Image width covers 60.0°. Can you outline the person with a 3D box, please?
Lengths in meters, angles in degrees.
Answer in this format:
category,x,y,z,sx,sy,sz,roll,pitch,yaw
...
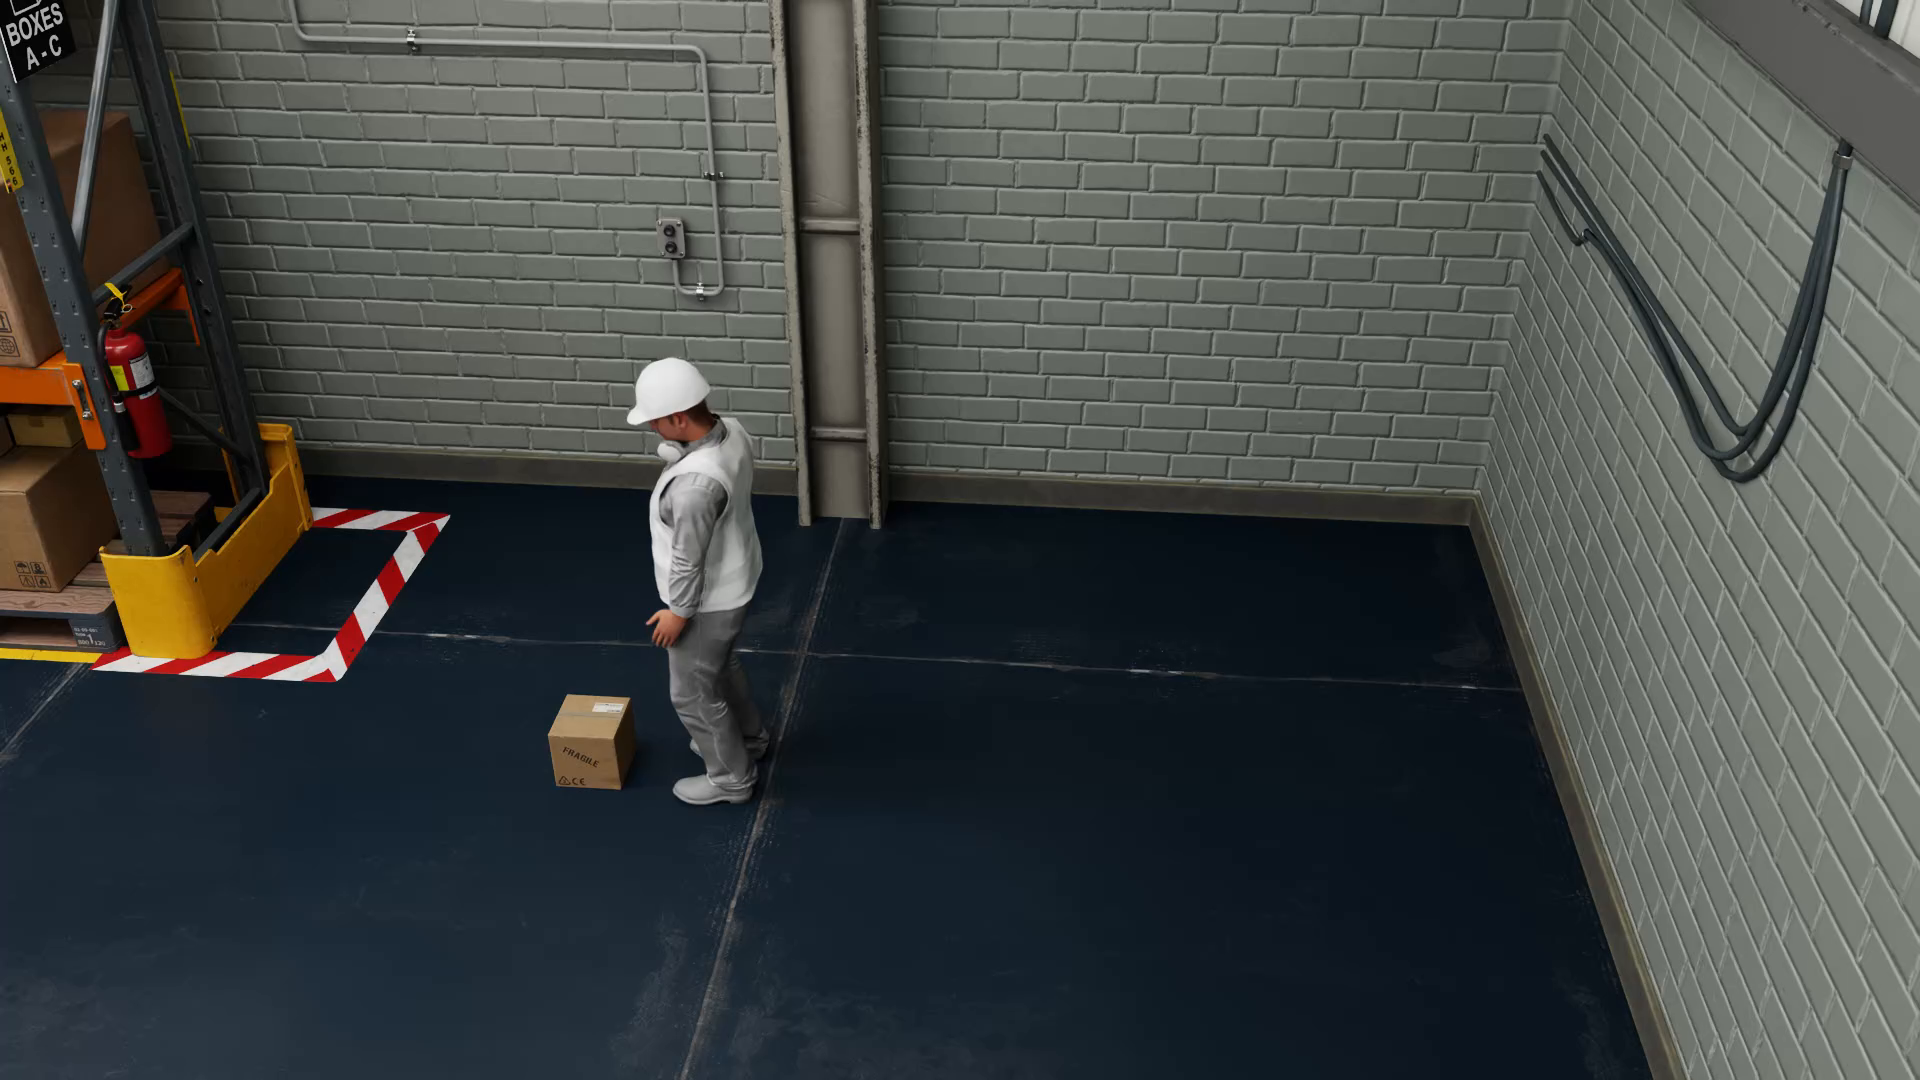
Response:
category,x,y,z,sx,sy,sz,roll,pitch,yaw
person,-0.905,0.165,5.866,0.389,1.756,0.540,3,32,5
